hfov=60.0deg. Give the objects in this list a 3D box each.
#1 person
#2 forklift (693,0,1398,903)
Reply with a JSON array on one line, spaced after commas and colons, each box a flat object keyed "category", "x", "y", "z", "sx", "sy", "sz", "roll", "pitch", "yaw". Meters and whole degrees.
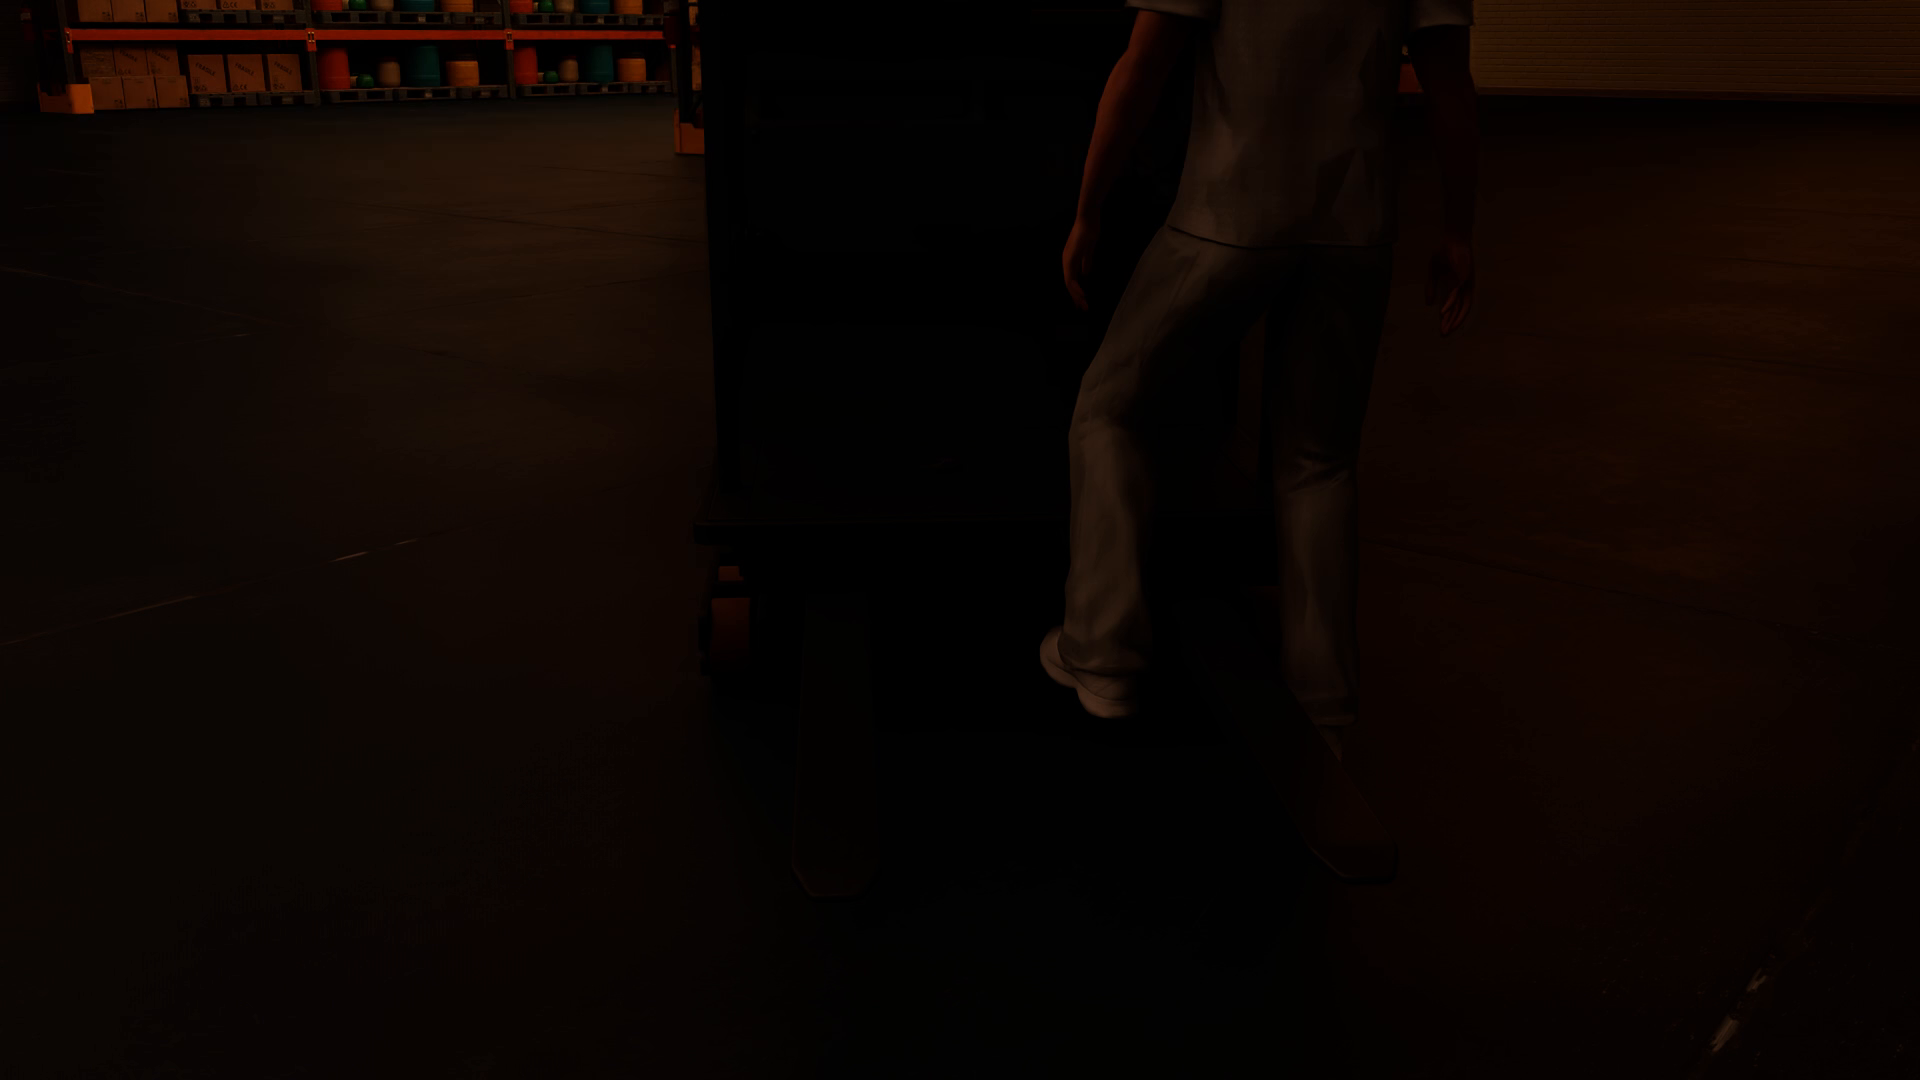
[{"category": "person", "x": 0.479, "y": -0.465, "z": 2.630, "sx": 0.648, "sy": 1.656, "sz": 0.402, "roll": -2, "pitch": 17, "yaw": -7}, {"category": "forklift", "x": 0.060, "y": -1.234, "z": 2.963, "sx": 1.130, "sy": 2.935, "sz": 3.031, "roll": -1, "pitch": 17, "yaw": -4}]
